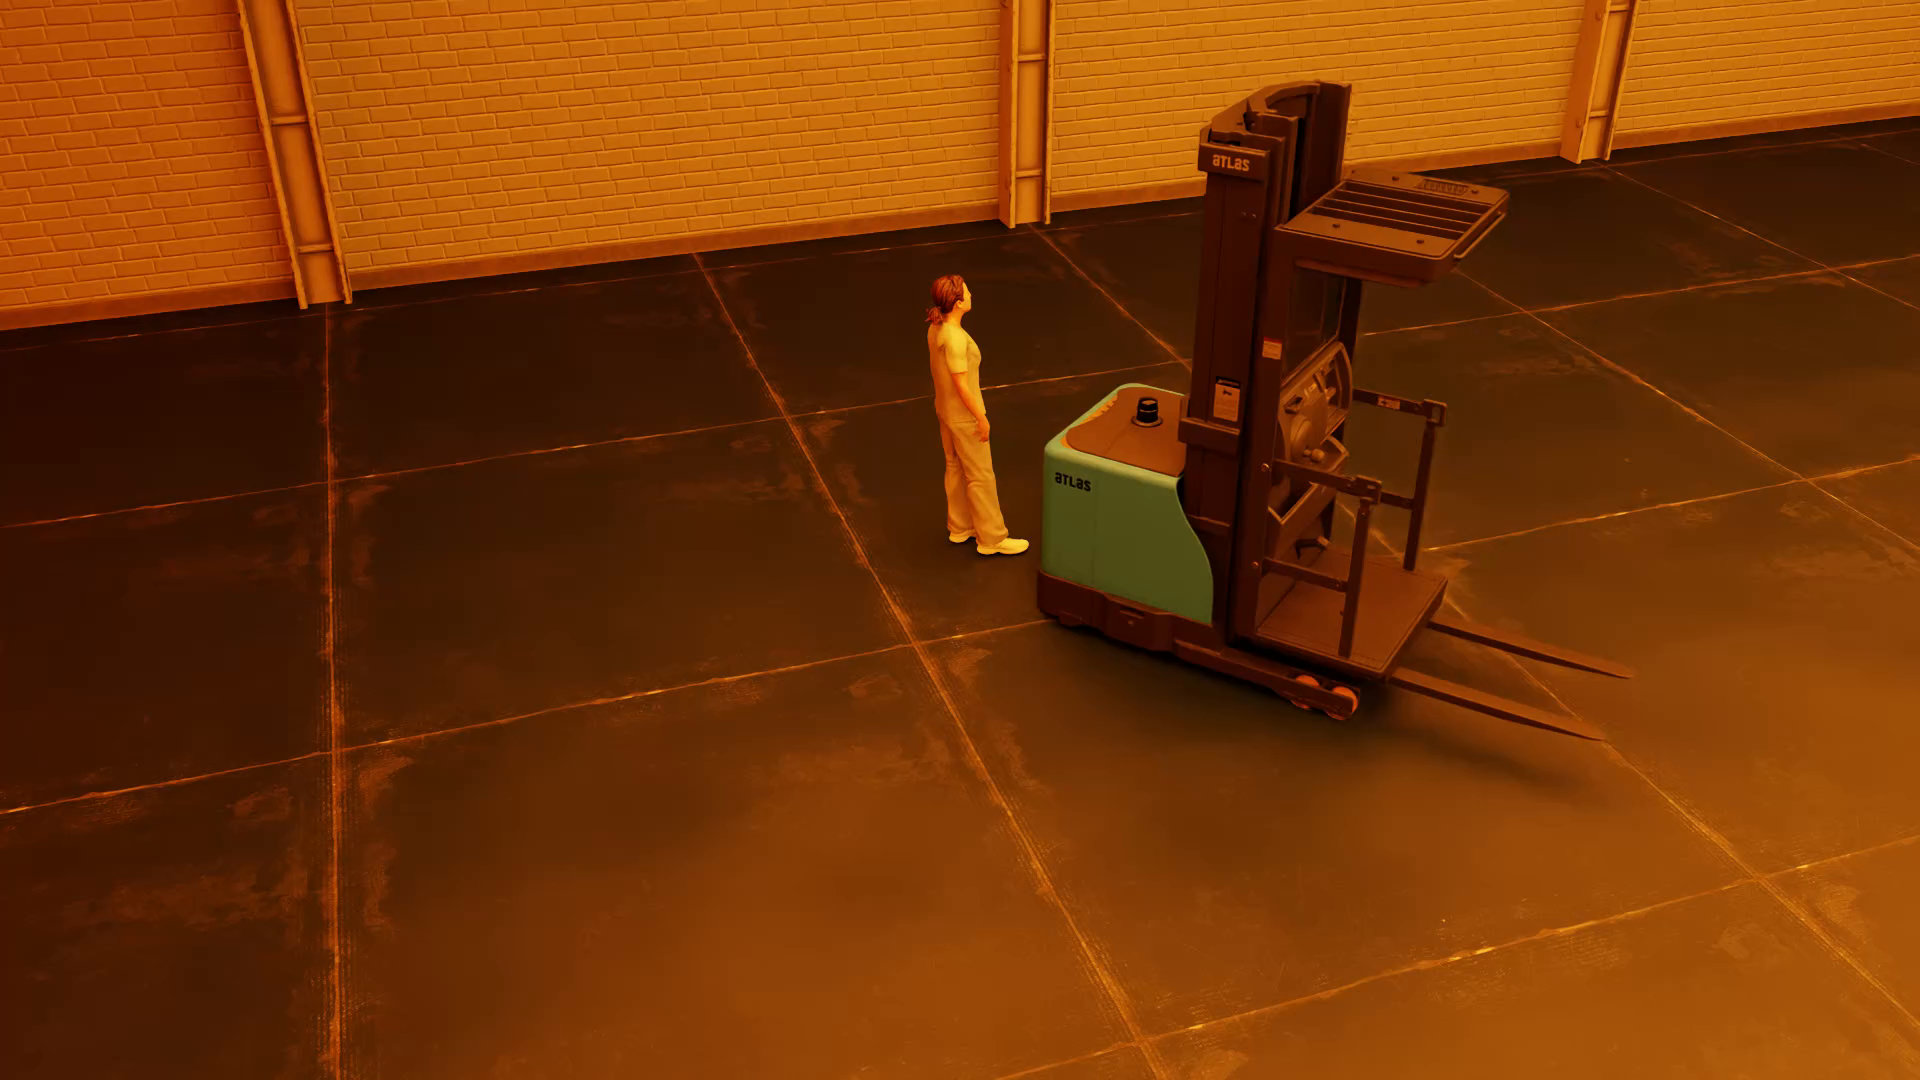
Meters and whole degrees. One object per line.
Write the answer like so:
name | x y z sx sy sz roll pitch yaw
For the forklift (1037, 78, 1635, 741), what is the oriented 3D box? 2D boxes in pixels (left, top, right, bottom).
forklift | 1.953 -0.661 8.235 3.031 2.935 1.130 17 34 27

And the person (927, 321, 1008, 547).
person | 0.030 -0.654 9.651 0.395 1.362 0.516 -10 31 -16
